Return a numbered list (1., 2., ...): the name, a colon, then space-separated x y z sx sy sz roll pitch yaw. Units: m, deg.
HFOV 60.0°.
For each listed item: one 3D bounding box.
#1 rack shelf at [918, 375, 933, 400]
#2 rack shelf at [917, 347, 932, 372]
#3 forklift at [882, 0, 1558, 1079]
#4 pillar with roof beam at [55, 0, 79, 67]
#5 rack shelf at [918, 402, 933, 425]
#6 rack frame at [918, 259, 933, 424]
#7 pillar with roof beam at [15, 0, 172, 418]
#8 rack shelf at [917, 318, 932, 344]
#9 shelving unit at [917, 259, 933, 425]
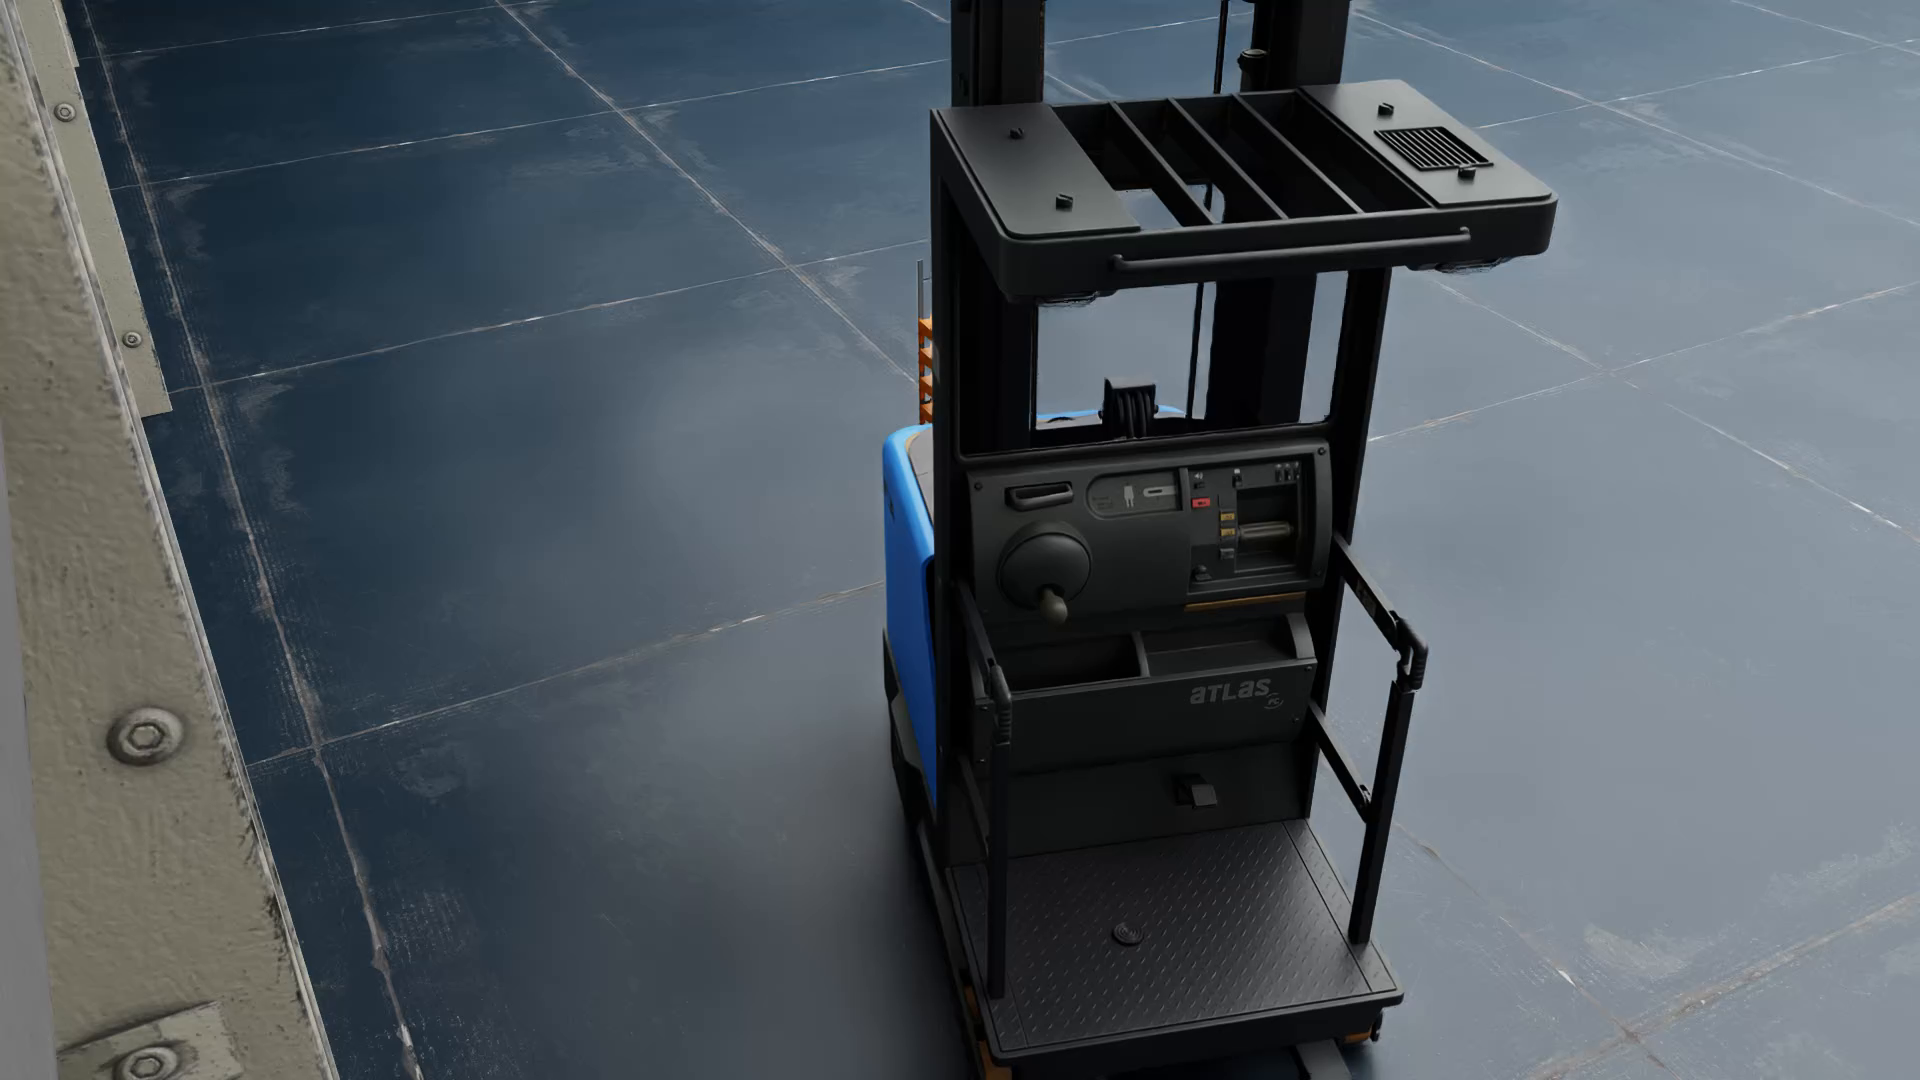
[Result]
1. rack shelf: -0.007 -0.576 6.396 0.258 0.103 0.180 -16 36 -23
2. rack shelf: -0.007 -0.677 6.332 0.258 0.103 0.180 -16 36 -23
3. forklift: 0.525 0.037 3.975 1.130 2.935 3.031 -6 33 -9
4. pillar with roof beam: -2.856 -8.388 11.501 9.100 9.000 0.400 -16 36 -23
5. rack shelf: -0.007 -0.475 6.461 0.258 0.103 0.180 -16 36 -23
6. rack frame: -0.049 -0.556 6.505 0.240 1.200 0.006 -16 36 -23
7. pillar with roof beam: -0.059 -5.525 7.032 9.100 9.000 0.400 -16 36 -23
8. rack shelf: -0.007 -0.778 6.267 0.258 0.103 0.180 -16 36 -23
9. shelving unit: -0.007 -0.512 6.437 0.258 1.200 0.189 -16 36 -23
